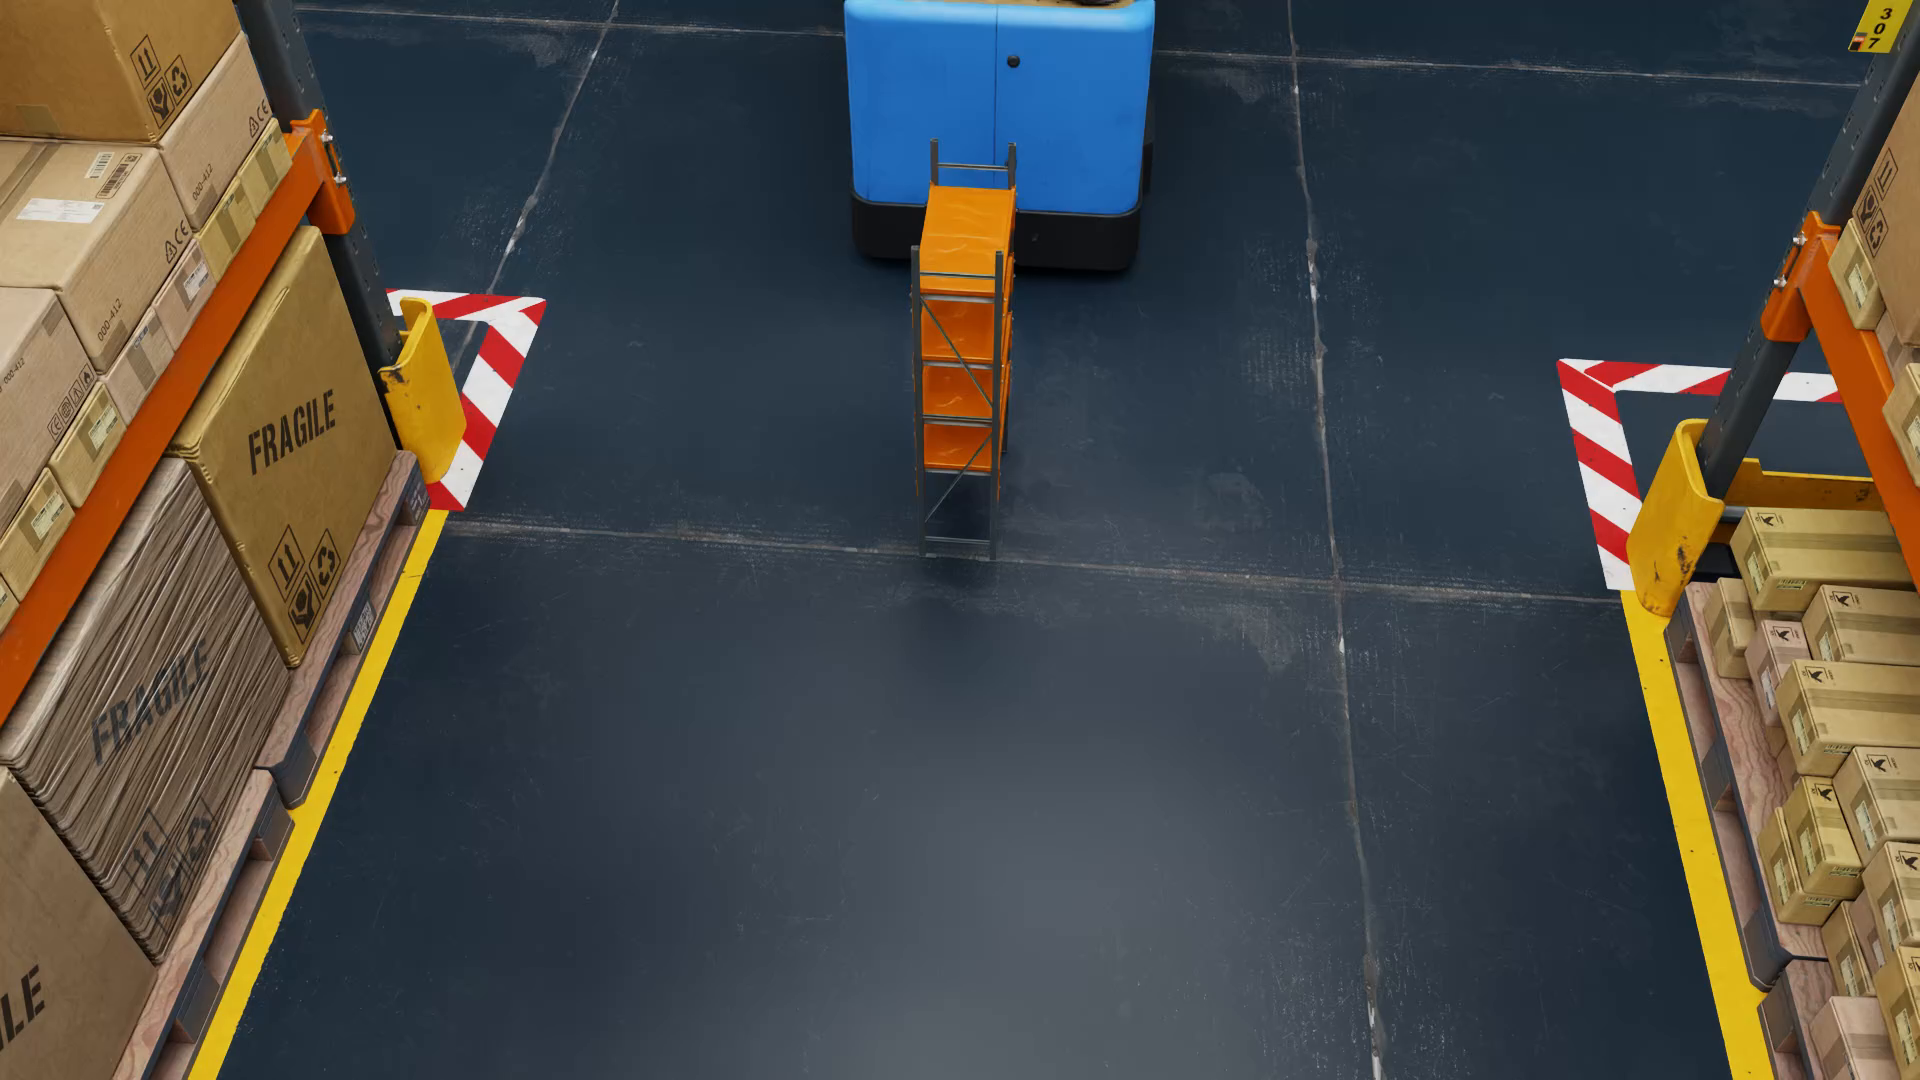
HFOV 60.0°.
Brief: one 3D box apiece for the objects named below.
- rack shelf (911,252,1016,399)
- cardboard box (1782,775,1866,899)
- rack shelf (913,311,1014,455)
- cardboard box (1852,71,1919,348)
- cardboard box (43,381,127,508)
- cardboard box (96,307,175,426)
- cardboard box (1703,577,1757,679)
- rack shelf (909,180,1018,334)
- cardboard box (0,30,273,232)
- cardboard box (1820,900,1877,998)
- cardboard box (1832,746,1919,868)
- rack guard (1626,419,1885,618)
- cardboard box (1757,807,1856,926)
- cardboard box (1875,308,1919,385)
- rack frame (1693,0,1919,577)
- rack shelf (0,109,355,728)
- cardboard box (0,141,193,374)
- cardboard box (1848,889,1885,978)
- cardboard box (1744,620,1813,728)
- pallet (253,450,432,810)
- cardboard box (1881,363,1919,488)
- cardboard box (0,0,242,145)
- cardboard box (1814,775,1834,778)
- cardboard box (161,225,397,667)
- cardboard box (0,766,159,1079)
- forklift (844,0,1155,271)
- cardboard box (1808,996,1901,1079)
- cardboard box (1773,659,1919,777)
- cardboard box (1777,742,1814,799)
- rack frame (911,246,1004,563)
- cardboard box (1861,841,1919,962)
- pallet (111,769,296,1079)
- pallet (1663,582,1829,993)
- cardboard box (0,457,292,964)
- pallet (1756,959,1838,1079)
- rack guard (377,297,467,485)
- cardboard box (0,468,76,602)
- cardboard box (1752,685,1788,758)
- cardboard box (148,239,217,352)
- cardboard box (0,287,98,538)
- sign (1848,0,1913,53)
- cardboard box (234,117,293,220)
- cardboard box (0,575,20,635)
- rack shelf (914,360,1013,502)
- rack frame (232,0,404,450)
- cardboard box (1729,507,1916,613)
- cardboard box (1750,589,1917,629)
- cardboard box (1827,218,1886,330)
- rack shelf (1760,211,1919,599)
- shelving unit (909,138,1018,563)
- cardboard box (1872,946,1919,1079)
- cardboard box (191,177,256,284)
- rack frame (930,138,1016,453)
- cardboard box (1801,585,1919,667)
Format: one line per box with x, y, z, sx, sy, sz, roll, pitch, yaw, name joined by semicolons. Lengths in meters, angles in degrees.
0.015;-0.632;4.803;0.258;0.148;0.480;4;48;4;rack shelf
2.223;0.726;3.999;0.380;0.149;0.250;5;48;5;cardboard box
0.015;-0.481;4.968;0.258;0.148;0.480;4;48;4;rack shelf
2.357;-0.749;3.633;0.500;0.500;0.500;6;48;5;cardboard box
-2.053;-0.215;3.584;0.380;0.149;0.250;3;48;3;cardboard box
-2.031;-0.406;3.759;0.380;0.149;0.250;5;48;4;cardboard box
2.307;0.257;4.629;0.380;0.149;0.250;5;48;4;cardboard box
0.015;-0.792;4.629;0.258;0.148;0.480;4;48;4;rack shelf
-2.036;-1.010;4.041;0.500;0.250;0.500;3;48;3;cardboard box
2.288;1.013;3.939;0.380;0.149;0.250;4;48;4;cardboard box
2.291;0.630;3.885;0.380;0.149;0.250;2;48;2;cardboard box
2.667;-0.027;4.936;1.175;0.500;0.348;4;48;4;rack guard
2.216;0.819;4.116;0.380;0.149;0.250;4;48;4;cardboard box
2.336;-0.436;3.786;0.380;0.149;0.250;5;48;5;cardboard box
2.673;-0.926;4.065;1.000;3.000;0.127;4;48;4;rack frame
-2.439;0.378;3.359;1.077;0.370;4.000;4;48;4;rack shelf
-2.083;-0.637;3.700;0.500;0.250;0.500;3;48;3;cardboard box
2.294;0.927;3.815;0.380;0.149;0.250;2;48;2;cardboard box
2.289;0.359;4.335;0.380;0.149;0.250;4;48;3;cardboard box
-2.252;0.200;4.924;1.003;0.211;1.213;4;48;4;pallet
2.258;-0.242;3.609;0.380;0.149;0.250;3;48;2;cardboard box
-2.039;-1.261;3.763;0.500;0.500;0.500;4;48;4;cardboard box
2.355;0.545;4.165;0.380;0.149;0.250;4;48;4;cardboard box
-2.235;-0.283;4.632;0.875;0.875;0.875;4;48;4;cardboard box
-2.399;1.039;3.422;0.875;0.875;0.875;4;48;4;cardboard box
0.253;-3.060;6.063;1.130;2.935;3.031;4;48;3;forklift
2.179;1.190;3.776;0.380;0.149;0.250;2;48;2;cardboard box
2.232;0.443;4.057;0.380;0.149;0.250;4;48;3;cardboard box
2.349;0.638;4.281;0.380;0.149;0.250;4;48;4;cardboard box
-0.007;-0.347;4.755;0.240;1.200;0.015;4;48;4;rack frame
2.257;0.833;3.699;0.380;0.149;0.250;6;48;5;cardboard box
-2.365;1.094;4.107;1.003;0.211;1.213;4;48;4;pallet
2.557;0.665;4.499;1.003;0.211;1.213;4;48;4;pallet
-2.318;0.385;4.020;0.875;0.875;0.875;4;48;4;cardboard box
2.444;1.559;3.681;1.003;0.211;1.213;4;48;4;pallet
-2.254;-0.508;5.376;1.175;0.500;0.348;4;48;4;rack guard
-2.076;-0.024;3.410;0.380;0.149;0.250;4;48;4;cardboard box
2.365;0.455;4.448;0.380;0.149;0.250;4;48;3;cardboard box
-2.007;-0.589;3.926;0.380;0.149;0.250;4;48;4;cardboard box
-2.129;-0.263;3.358;0.500;0.250;0.500;2;48;2;cardboard box
2.133;-1.255;3.778;0.100;0.325;0.005;4;48;4;sign
-1.961;-0.966;4.271;0.380;0.149;0.250;5;48;4;cardboard box
-2.101;0.158;3.243;0.380;0.149;0.250;5;48;4;cardboard box
0.015;-0.347;5.115;0.258;0.148;0.480;4;48;4;rack shelf
-2.257;-1.334;4.438;1.000;3.000;0.127;4;48;4;rack frame
2.287;0.055;4.411;0.380;0.149;0.250;2;48;2;cardboard box
2.370;0.161;4.516;0.380;0.149;0.250;6;48;5;cardboard box
2.318;-0.626;3.960;0.380;0.149;0.250;4;48;3;cardboard box
2.491;0.786;2.986;1.077;0.370;4.000;4;48;4;rack shelf
0.015;-0.527;4.919;0.258;1.200;0.503;4;48;4;shelving unit
2.187;1.024;3.525;0.380;0.149;0.250;5;48;4;cardboard box
-1.983;-0.775;4.096;0.380;0.149;0.250;4;48;4;cardboard box
0.037;-0.706;5.083;0.240;1.200;0.015;4;48;4;rack frame
2.382;0.266;4.218;0.380;0.149;0.250;5;48;4;cardboard box
